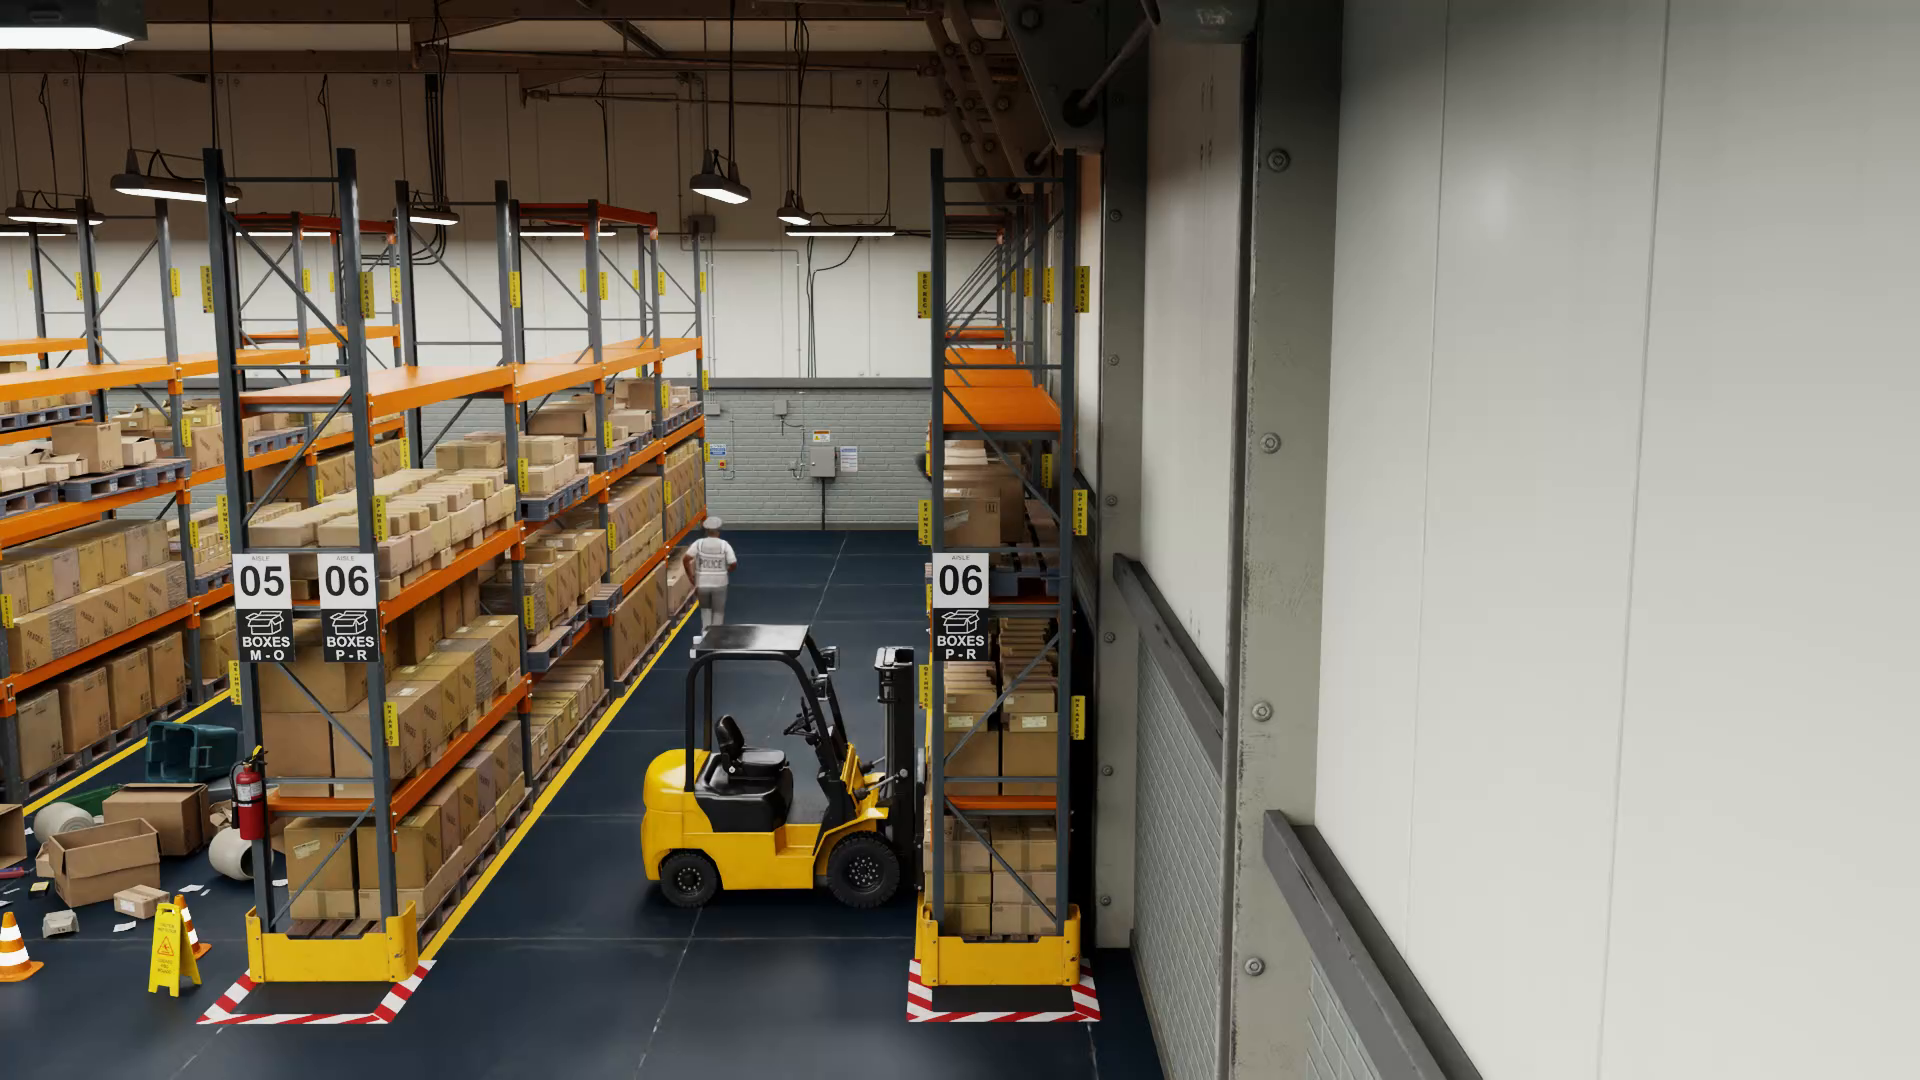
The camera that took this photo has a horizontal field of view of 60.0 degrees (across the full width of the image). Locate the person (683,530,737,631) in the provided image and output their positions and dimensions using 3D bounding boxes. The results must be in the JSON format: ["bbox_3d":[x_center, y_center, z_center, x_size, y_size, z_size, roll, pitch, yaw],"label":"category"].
[{"bbox_3d":[-3.225,0.631,21.652,0.672,1.781,0.629,0,9,1],"label":"person"}]
